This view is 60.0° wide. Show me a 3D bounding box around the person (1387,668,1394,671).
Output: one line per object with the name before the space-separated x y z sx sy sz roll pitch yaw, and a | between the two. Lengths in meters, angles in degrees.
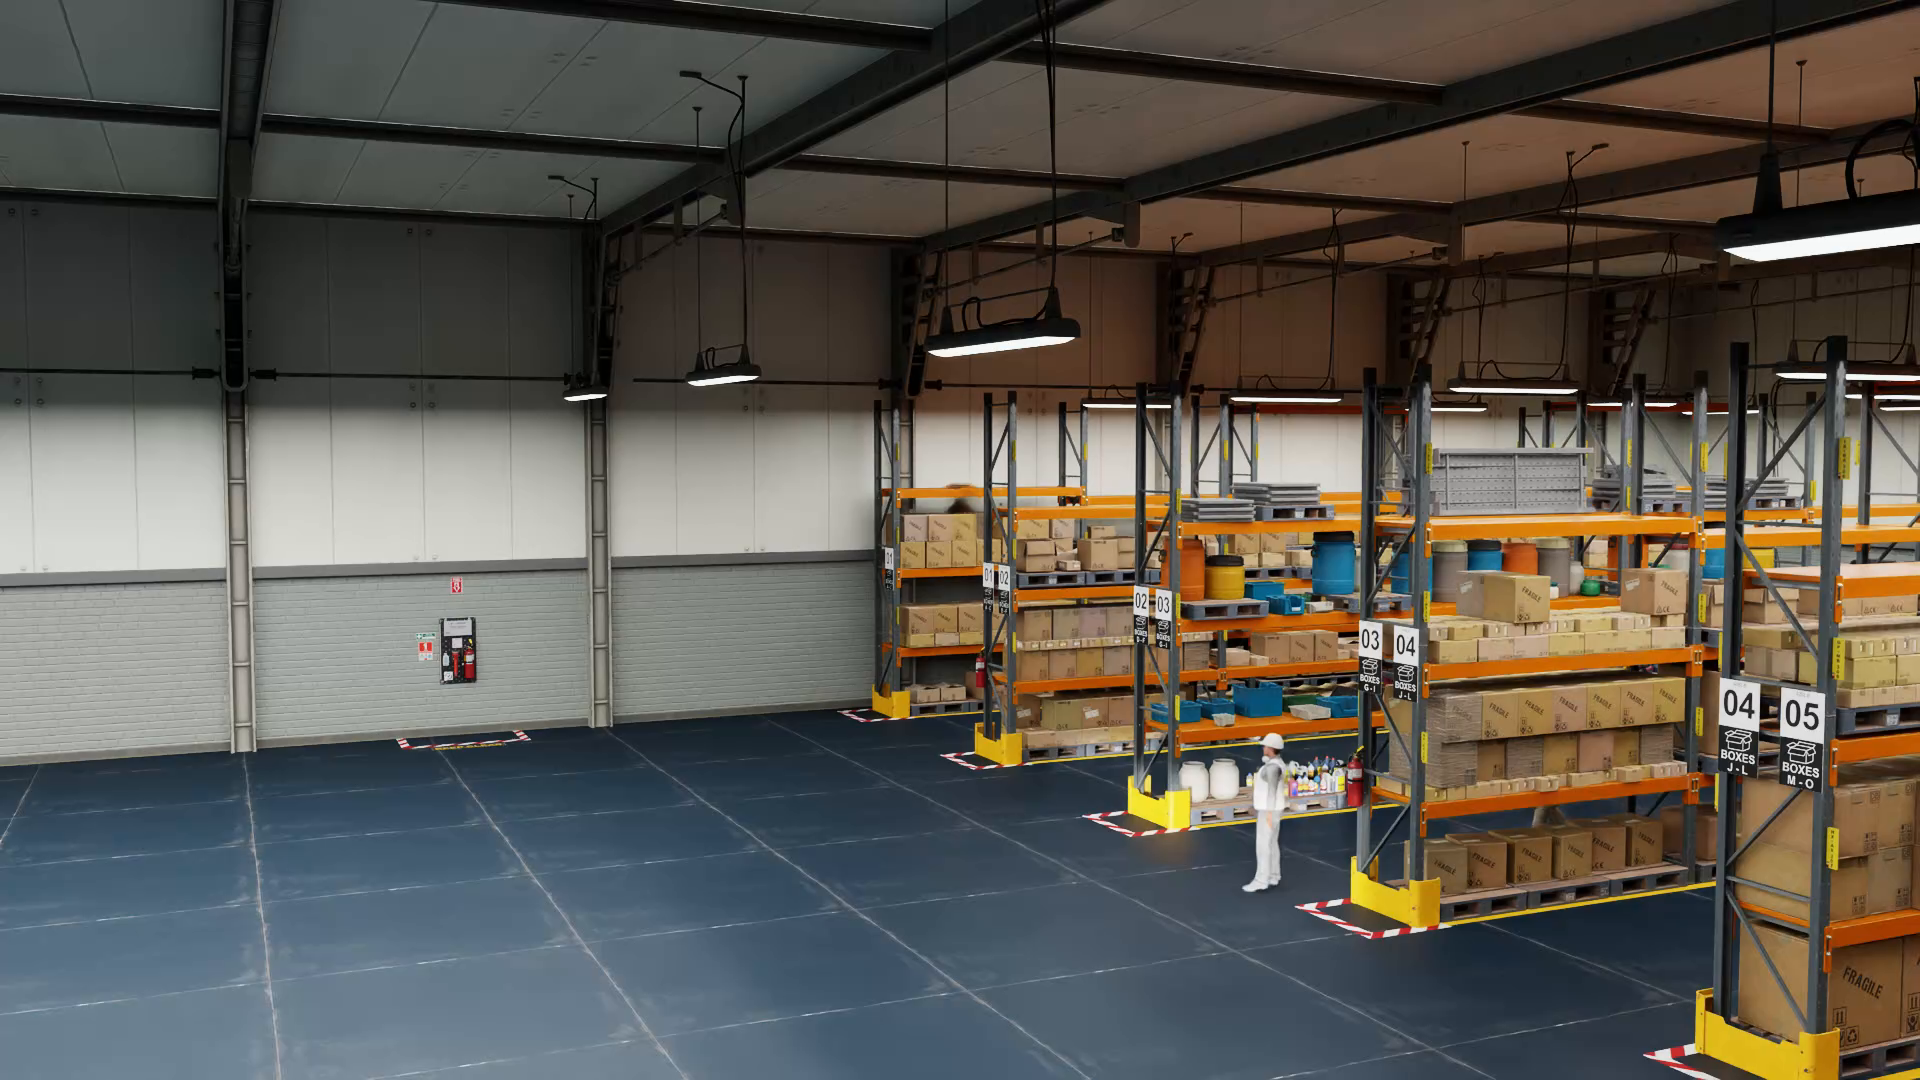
person | 8.673 2.309 34.154 1.085 1.736 0.594 -2 4 -34

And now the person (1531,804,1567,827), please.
person | 7.460 3.076 21.169 1.021 1.660 0.663 -1 3 -18

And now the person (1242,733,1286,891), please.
person | 3.558 3.147 19.371 0.440 1.785 0.648 1 3 18
